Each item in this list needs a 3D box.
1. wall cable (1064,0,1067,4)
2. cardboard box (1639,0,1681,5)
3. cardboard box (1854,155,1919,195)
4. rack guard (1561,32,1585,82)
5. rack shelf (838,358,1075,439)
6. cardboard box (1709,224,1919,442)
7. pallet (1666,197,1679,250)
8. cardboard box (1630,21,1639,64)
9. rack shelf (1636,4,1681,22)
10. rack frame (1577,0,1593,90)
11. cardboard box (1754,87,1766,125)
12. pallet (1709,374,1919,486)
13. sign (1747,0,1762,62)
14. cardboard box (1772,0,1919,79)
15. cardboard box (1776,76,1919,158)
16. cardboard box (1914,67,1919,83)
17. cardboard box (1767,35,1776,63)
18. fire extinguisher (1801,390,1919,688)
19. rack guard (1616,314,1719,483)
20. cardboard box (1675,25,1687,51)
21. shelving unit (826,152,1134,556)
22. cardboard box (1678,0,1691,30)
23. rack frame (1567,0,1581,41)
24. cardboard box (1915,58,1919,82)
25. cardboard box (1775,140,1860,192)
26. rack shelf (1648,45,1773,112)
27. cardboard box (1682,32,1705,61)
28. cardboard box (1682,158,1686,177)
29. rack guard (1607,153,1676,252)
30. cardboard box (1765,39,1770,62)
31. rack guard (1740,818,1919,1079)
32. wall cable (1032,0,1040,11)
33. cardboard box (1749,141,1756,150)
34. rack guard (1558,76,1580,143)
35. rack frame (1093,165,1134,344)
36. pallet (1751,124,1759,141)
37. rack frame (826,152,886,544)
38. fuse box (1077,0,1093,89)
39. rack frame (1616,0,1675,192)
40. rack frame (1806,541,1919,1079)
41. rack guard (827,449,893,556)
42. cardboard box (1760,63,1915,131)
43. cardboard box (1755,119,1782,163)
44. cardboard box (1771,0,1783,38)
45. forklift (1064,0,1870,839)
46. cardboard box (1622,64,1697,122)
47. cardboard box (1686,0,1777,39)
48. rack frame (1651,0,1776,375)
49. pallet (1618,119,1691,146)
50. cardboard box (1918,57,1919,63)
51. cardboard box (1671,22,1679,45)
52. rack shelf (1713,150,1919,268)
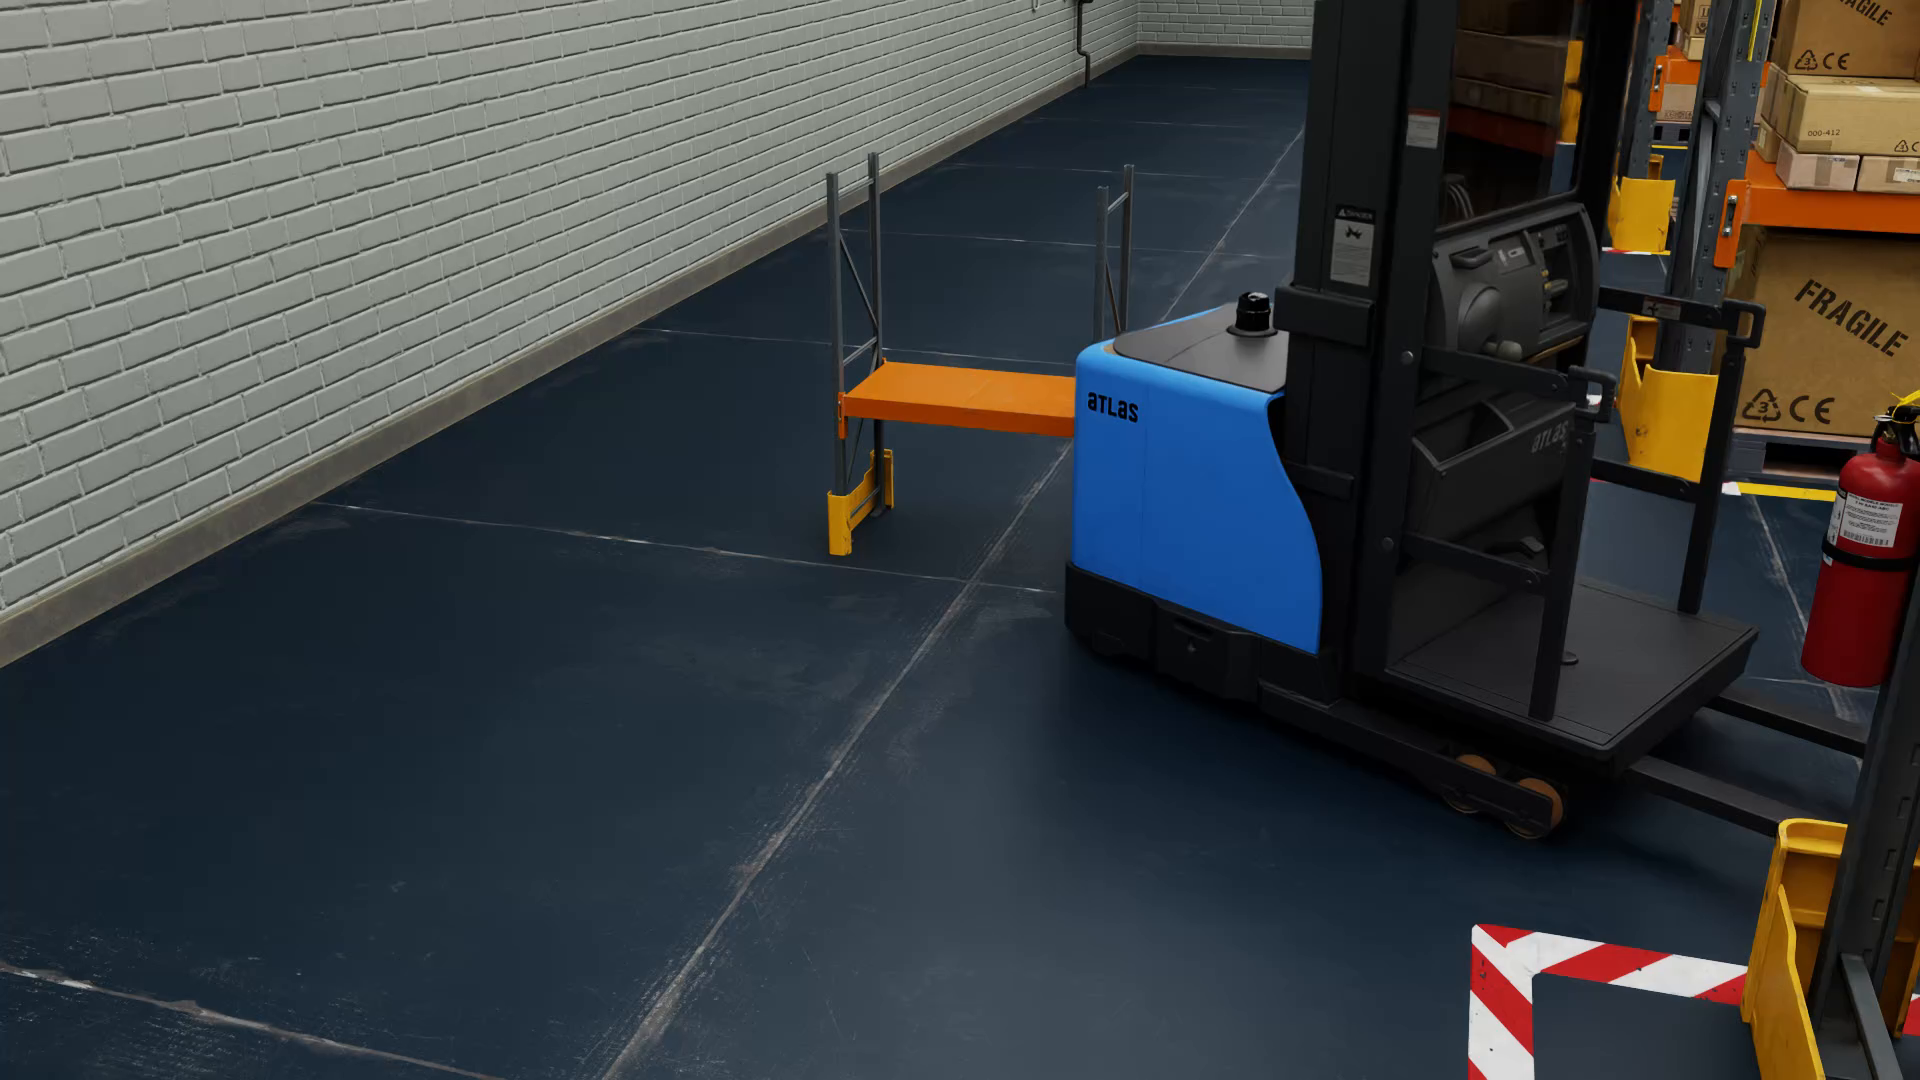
[{"bbox_3d":[1.214,-7.050,18.667,0.122,1.984,0.588,7,23,16],"label":"wall cable"},{"bbox_3d":[6.597,-5.343,15.712,0.500,0.500,0.500,6,23,15],"label":"cardboard box"},{"bbox_3d":[3.848,-1.551,6.929,0.250,0.149,0.380,6,23,15],"label":"cardboard box"},{"bbox_3d":[7.723,-6.093,20.966,0.348,0.500,1.175,7,23,16],"label":"rack guard"},{"bbox_3d":[0.082,-0.518,6.531,1.000,0.185,0.538,7,23,16],"label":"rack shelf"},{"bbox_3d":[3.994,-1.024,7.559,0.875,0.875,0.875,7,23,16],"label":"cardboard box"},{"bbox_3d":[5.728,-2.244,11.963,1.213,0.211,1.003,7,23,16],"label":"pallet"},{"bbox_3d":[8.209,-6.196,20.658,0.637,0.503,0.797,6,23,13],"label":"cardboard box"},{"bbox_3d":[8.135,-4.902,15.716,4.000,0.370,1.077,7,23,16],"label":"rack shelf"},{"bbox_3d":[6.220,-5.454,16.114,0.127,3.000,1.000,7,23,16],"label":"rack frame"},{"bbox_3d":[7.760,-4.330,16.195,0.875,0.438,0.875,7,23,17],"label":"cardboard box"},{"bbox_3d":[4.146,-0.504,7.721,1.213,0.211,1.003,7,23,16],"label":"pallet"},{"bbox_3d":[3.192,-2.090,6.667,0.005,0.325,0.100,7,23,16],"label":"sign"},{"bbox_3d":[3.900,-2.311,7.268,0.500,0.500,0.500,7,23,16],"label":"cardboard box"},{"bbox_3d":[3.739,-1.771,6.941,0.500,0.250,0.500,6,23,14],"label":"cardboard box"},{"bbox_3d":[4.384,-1.909,7.278,0.500,0.250,0.500,6,23,15],"label":"cardboard box"},{"bbox_3d":[5.600,-3.312,11.222,0.250,0.149,0.380,6,23,14],"label":"cardboard box"},{"bbox_3d":[1.914,-0.027,3.477,0.183,0.674,0.296,7,23,16],"label":"fire extinguisher"},{"bbox_3d":[3.335,-0.700,7.817,0.348,0.500,1.175,7,23,16],"label":"rack guard"},{"bbox_3d":[5.281,-3.595,11.913,0.250,0.149,0.380,7,23,16],"label":"cardboard box"},{"bbox_3d":[0.073,-0.686,6.465,1.083,1.500,0.587,7,23,16],"label":"shelving unit"},{"bbox_3d":[5.392,-3.873,11.735,0.500,0.500,0.500,7,23,17],"label":"cardboard box"},{"bbox_3d":[7.651,-7.258,20.511,0.127,3.000,1.000,7,23,16],"label":"rack frame"},{"bbox_3d":[4.218,-2.063,6.665,0.500,0.500,0.500,6,23,14],"label":"cardboard box"},{"bbox_3d":[3.602,-1.578,6.997,0.250,0.149,0.380,7,23,16],"label":"cardboard box"},{"bbox_3d":[6.802,-3.092,11.304,4.000,0.370,1.077,7,23,16],"label":"rack shelf"},{"bbox_3d":[5.103,-3.374,11.373,0.250,0.149,0.380,6,23,15],"label":"cardboard box"},{"bbox_3d":[5.475,-2.703,12.219,0.250,0.149,0.380,6,23,14],"label":"cardboard box"},{"bbox_3d":[4.960,-2.480,12.156,0.348,0.500,1.175,7,23,16],"label":"rack guard"},{"bbox_3d":[5.358,-3.361,11.342,0.250,0.149,0.380,7,23,17],"label":"cardboard box"},{"bbox_3d":[1.900,1.105,3.418,0.348,0.500,1.175,7,23,16],"label":"rack guard"},{"bbox_3d":[0.815,-6.548,17.401,0.123,1.953,0.585,7,23,16],"label":"wall cable"},{"bbox_3d":[5.691,-2.781,12.016,0.250,0.149,0.380,7,23,17],"label":"cardboard box"},{"bbox_3d":[6.197,-4.300,16.595,0.348,0.500,1.175,7,23,16],"label":"rack guard"},{"bbox_3d":[0.568,-0.629,6.327,0.032,1.500,0.500,7,23,16],"label":"rack frame"},{"bbox_3d":[8.173,-3.970,16.171,1.213,0.211,1.003,7,23,16],"label":"pallet"},{"bbox_3d":[-0.405,-0.740,6.598,0.032,1.500,0.500,7,23,16],"label":"rack frame"},{"bbox_3d":[1.562,-6.215,19.666,0.414,1.711,0.539,7,23,16],"label":"fuse box"},{"bbox_3d":[4.887,-3.645,11.702,0.127,3.000,1.000,7,23,16],"label":"rack frame"},{"bbox_3d":[1.927,-0.054,2.949,0.127,3.000,1.000,7,23,16],"label":"rack frame"},{"bbox_3d":[-0.404,-0.162,6.835,0.087,0.250,0.587,7,23,16],"label":"rack guard"},{"bbox_3d":[3.898,-1.965,7.414,0.500,0.250,0.500,6,23,15],"label":"cardboard box"},{"bbox_3d":[3.794,-1.818,7.580,0.250,0.149,0.380,7,23,17],"label":"cardboard box"},{"bbox_3d":[5.757,-3.629,11.142,0.500,0.500,0.500,7,23,16],"label":"cardboard box"},{"bbox_3d":[1.770,-0.733,4.695,3.031,2.935,1.130,21,30,41],"label":"forklift"},{"bbox_3d":[6.881,-4.427,16.433,0.875,0.438,0.875,6,23,14],"label":"cardboard box"},{"bbox_3d":[5.237,-3.679,11.262,0.500,0.500,0.500,8,24,18],"label":"cardboard box"},{"bbox_3d":[3.358,-1.853,7.336,0.127,3.000,1.000,7,23,16],"label":"rack frame"},{"bbox_3d":[7.009,-4.105,16.499,1.213,0.211,1.003,7,23,16],"label":"pallet"},{"bbox_3d":[6.369,-3.257,11.089,0.250,0.149,0.380,6,23,14],"label":"cardboard box"},{"bbox_3d":[9.016,-6.086,20.396,0.500,0.500,0.700,8,23,18],"label":"cardboard box"},{"bbox_3d":[5.273,-1.301,6.938,4.000,0.370,1.077,7,23,16],"label":"rack shelf"}]
